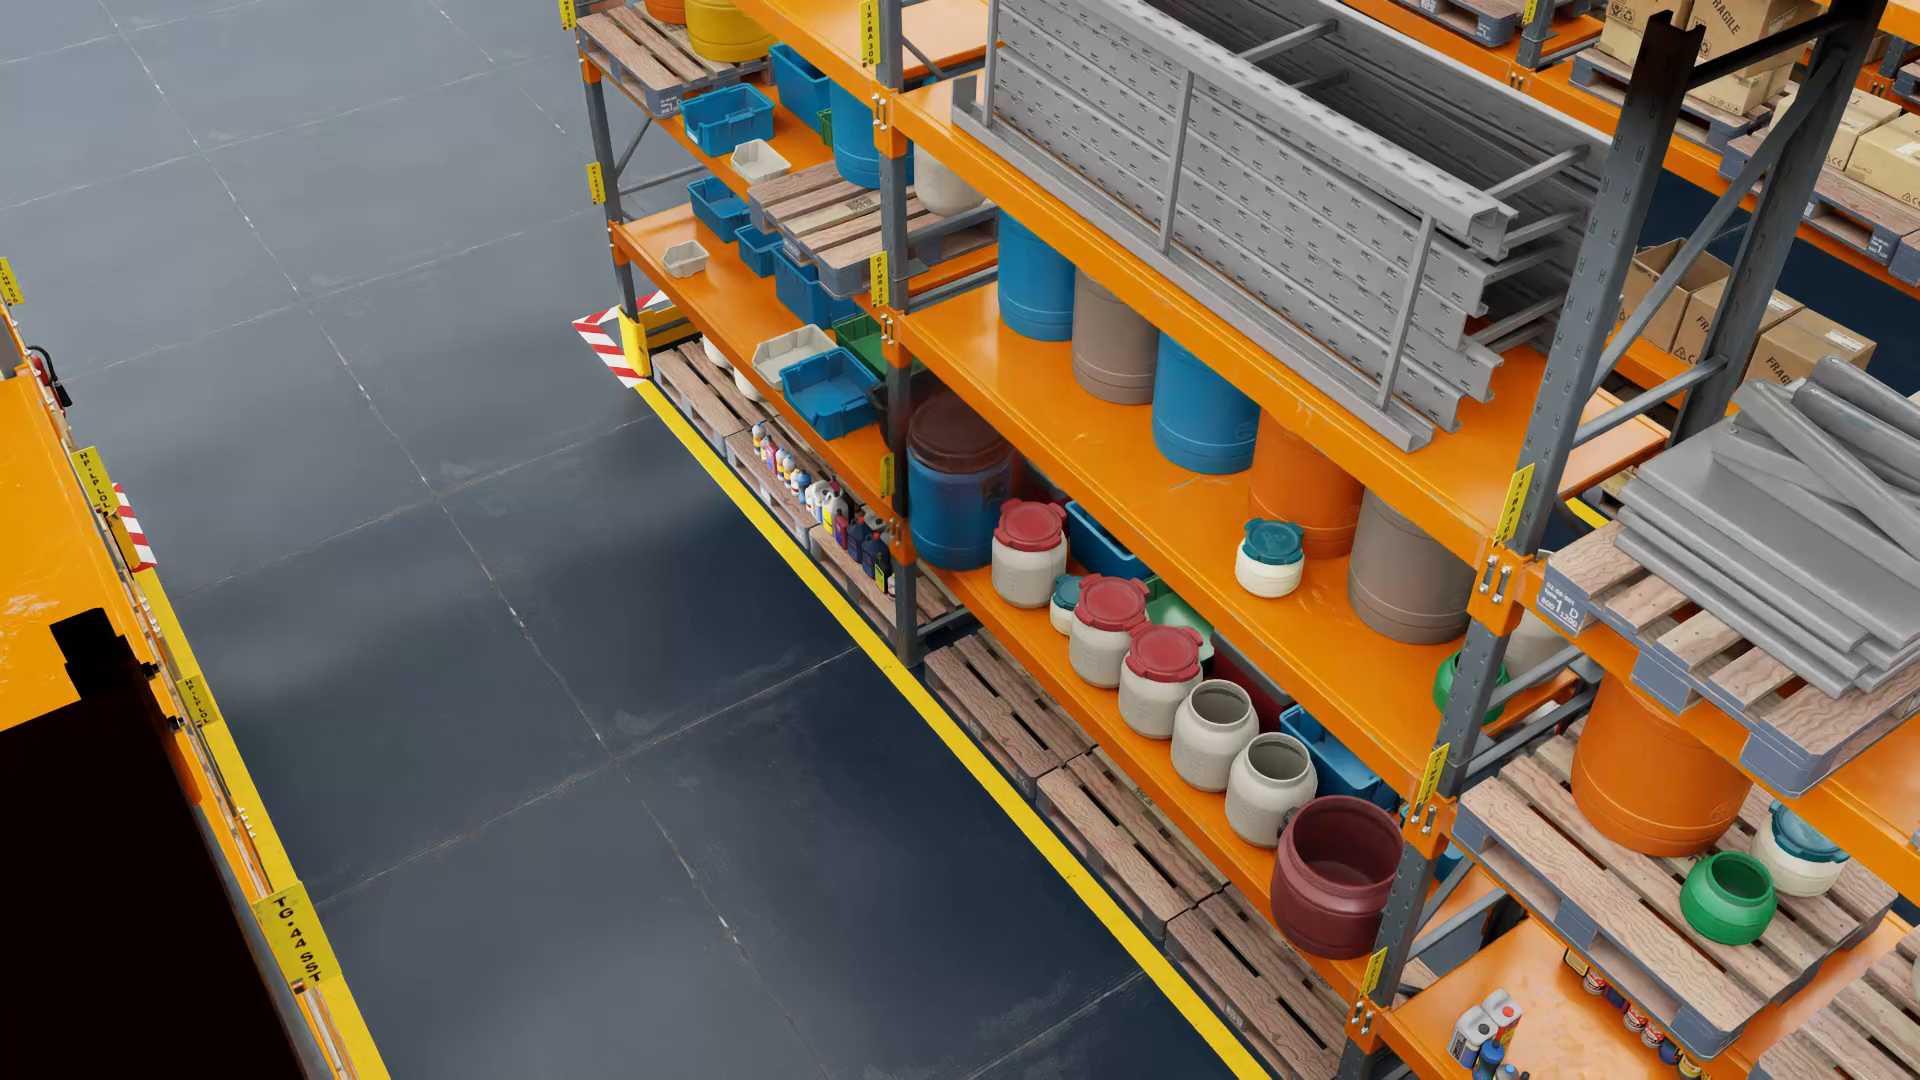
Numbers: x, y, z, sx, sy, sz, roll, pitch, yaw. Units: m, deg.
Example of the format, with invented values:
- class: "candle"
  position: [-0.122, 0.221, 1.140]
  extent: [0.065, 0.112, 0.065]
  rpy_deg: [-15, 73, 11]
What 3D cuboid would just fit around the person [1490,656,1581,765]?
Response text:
- class: "person"
  position: [3.316, 0.896, 9.426]
  extent: [0.650, 1.589, 0.720]
  rpy_deg: [-18, 45, -18]
